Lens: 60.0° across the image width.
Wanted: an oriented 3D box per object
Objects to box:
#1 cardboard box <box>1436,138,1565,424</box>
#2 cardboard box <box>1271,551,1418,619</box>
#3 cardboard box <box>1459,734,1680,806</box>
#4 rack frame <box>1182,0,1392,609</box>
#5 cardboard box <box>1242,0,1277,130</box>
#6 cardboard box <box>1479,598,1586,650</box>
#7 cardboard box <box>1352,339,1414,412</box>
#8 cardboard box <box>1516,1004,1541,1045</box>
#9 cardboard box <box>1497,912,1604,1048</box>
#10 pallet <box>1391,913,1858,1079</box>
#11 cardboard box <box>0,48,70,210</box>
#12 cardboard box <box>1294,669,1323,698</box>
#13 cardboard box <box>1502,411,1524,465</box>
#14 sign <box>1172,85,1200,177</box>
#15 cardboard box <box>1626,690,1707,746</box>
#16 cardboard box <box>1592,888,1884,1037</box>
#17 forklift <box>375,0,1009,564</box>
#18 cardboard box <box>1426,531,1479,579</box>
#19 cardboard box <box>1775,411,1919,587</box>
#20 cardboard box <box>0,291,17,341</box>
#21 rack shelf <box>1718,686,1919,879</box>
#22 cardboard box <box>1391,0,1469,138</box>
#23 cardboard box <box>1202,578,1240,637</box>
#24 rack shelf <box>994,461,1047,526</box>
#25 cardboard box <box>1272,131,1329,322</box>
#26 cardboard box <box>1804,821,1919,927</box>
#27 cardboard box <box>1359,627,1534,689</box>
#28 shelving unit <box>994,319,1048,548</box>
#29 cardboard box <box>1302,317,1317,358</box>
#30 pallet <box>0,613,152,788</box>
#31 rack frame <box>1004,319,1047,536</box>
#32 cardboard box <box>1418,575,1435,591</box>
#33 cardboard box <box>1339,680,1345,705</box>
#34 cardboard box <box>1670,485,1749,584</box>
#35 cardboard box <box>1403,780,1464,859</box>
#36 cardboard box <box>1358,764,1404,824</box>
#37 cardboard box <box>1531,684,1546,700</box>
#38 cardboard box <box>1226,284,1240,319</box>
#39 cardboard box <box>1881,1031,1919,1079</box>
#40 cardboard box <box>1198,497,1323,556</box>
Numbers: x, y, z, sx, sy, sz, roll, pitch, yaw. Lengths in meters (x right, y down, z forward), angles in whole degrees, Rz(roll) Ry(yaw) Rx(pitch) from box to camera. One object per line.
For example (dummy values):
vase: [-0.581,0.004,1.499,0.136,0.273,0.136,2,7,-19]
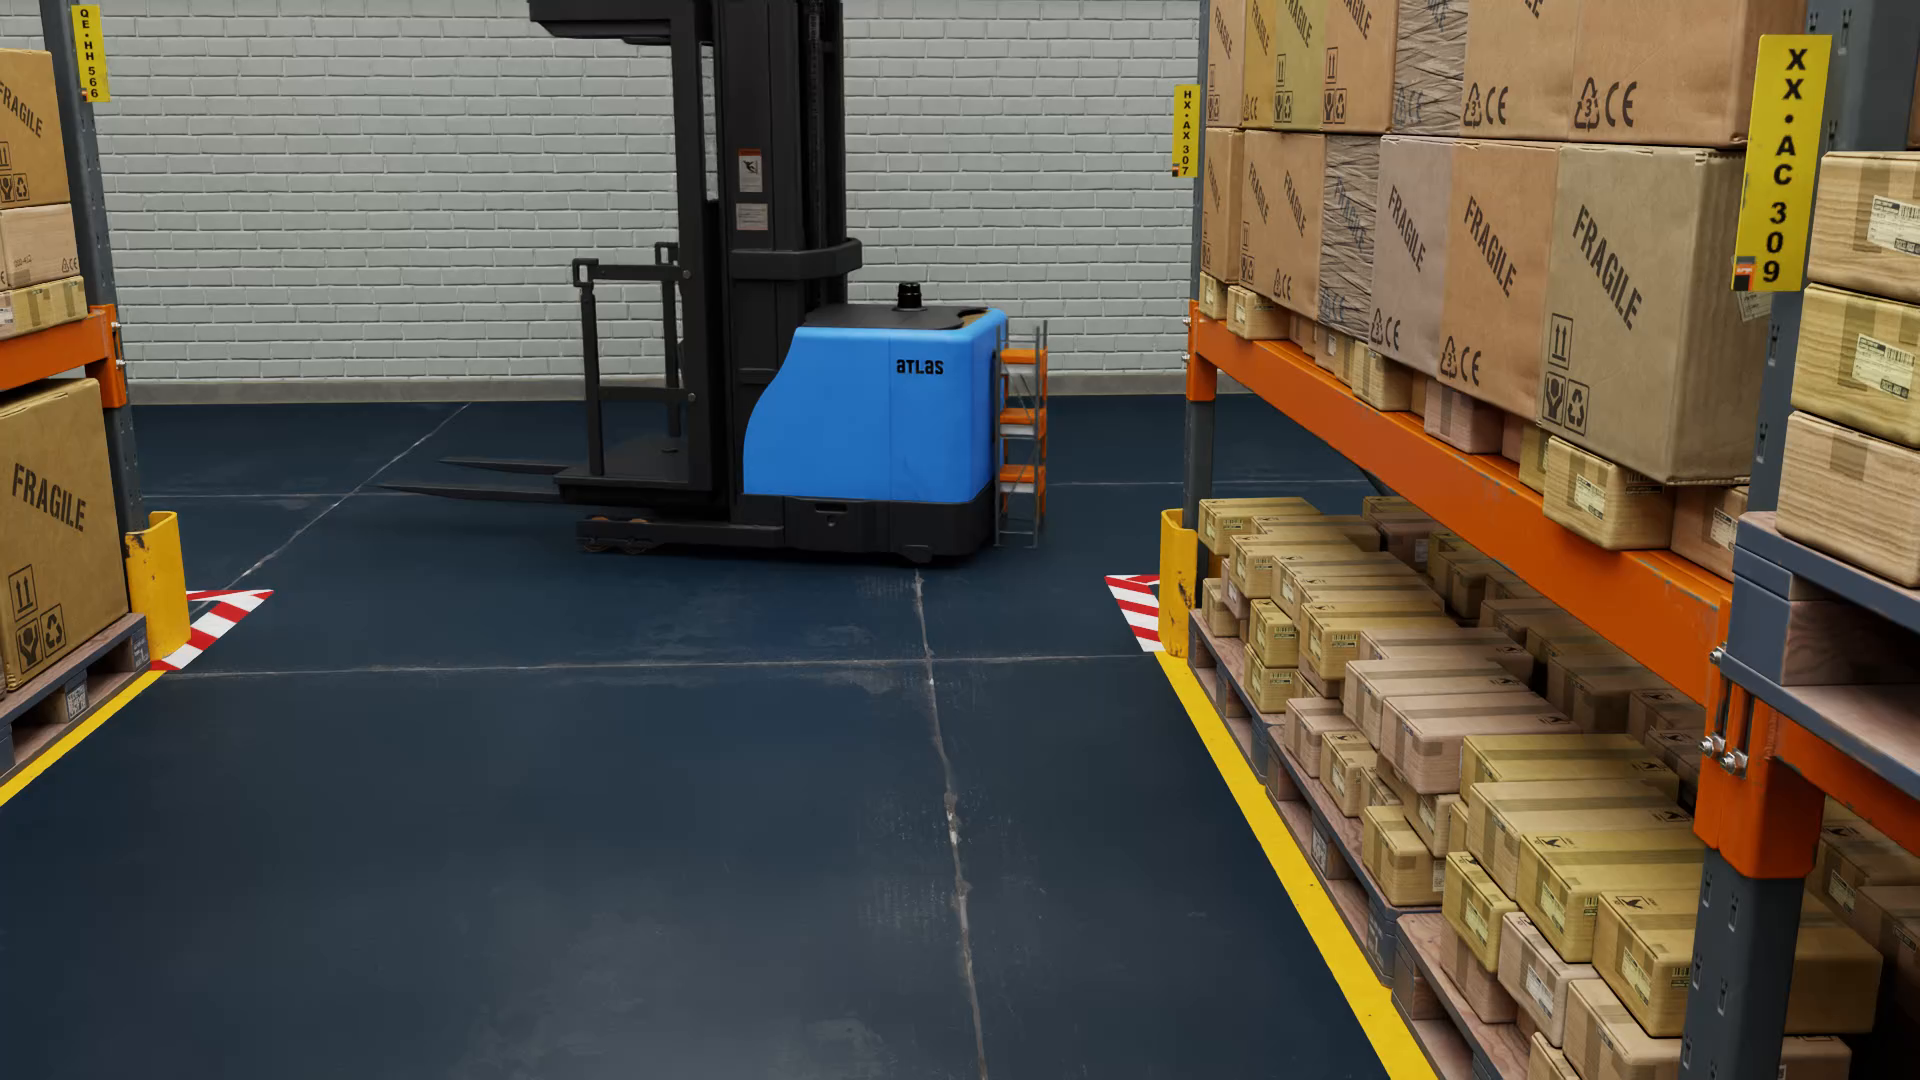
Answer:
cardboard box: [1.271,-0.517,3.217,0.500,0.500,0.500,-1,14,-5]
cardboard box: [1.182,0.143,5.137,0.380,0.149,0.250,-2,15,-6]
cardboard box: [1.316,0.535,3.612,0.380,0.149,0.250,0,14,-2]
rack frame: [1.366,-1.074,6.181,1.000,3.000,0.127,-1,14,-3]
cardboard box: [1.166,-1.510,5.069,0.500,0.500,0.500,0,14,-2]
cardboard box: [1.683,0.267,4.652,0.380,0.149,0.250,-1,14,-5]
cardboard box: [1.194,-0.413,4.114,0.380,0.149,0.250,-1,14,-2]
cardboard box: [1.317,0.940,3.232,0.380,0.149,0.250,0,14,-2]
cardboard box: [1.248,0.814,3.126,0.380,0.149,0.250,-2,15,-6]
pallet: [1.537,1.105,3.309,1.003,0.211,1.213,-1,14,-3]
cardboard box: [-3.298,-1.340,5.414,0.500,0.500,0.500,-1,14,-3]
cardboard box: [1.216,0.491,4.976,0.380,0.149,0.250,-1,14,-3]
cardboard box: [1.333,-0.220,3.365,0.380,0.149,0.250,-1,14,-5]
sign: [0.824,-1.485,6.040,0.100,0.325,0.005,-1,14,-3]
cardboard box: [1.803,0.461,3.901,0.380,0.149,0.250,-1,14,-2]
cardboard box: [1.332,0.726,2.871,0.380,0.149,0.250,0,14,-2]
forklift: [-1.328,-1.477,7.886,3.031,2.935,1.130,3,15,11]
cardboard box: [1.753,0.069,5.424,0.380,0.149,0.250,-1,14,-5]
cardboard box: [1.179,-0.056,1.885,0.380,0.149,0.250,-2,15,-6]
cardboard box: [-3.208,-0.690,5.192,0.380,0.149,0.250,-1,14,-3]
rack shelf: [1.738,0.767,0.471,1.077,0.370,4.000,-1,14,-3]
cardboard box: [1.260,-1.125,3.573,0.500,0.500,0.500,-1,14,-2]
cardboard box: [1.079,0.239,5.958,0.380,0.149,0.250,-1,14,-2]
rack shelf: [0.290,-0.225,7.953,0.215,0.259,0.240,3,15,10]
cardboard box: [1.194,-0.896,4.690,0.500,0.500,0.500,-1,14,-3]
cardboard box: [1.841,0.652,3.158,0.380,0.149,0.250,0,14,-1]
cardboard box: [1.272,0.339,4.374,0.380,0.149,0.250,-1,14,-3]
shelving unit: [0.290,-0.505,7.881,0.215,1.050,0.252,3,15,10]
cardboard box: [1.224,-0.606,4.866,0.380,0.149,0.250,-1,14,-4]
pallet: [-3.463,0.526,5.560,1.003,0.211,1.213,-1,14,-3]
rack frame: [0.313,-0.535,7.997,0.200,1.050,0.008,3,15,10]
cardboard box: [1.717,0.215,5.451,0.380,0.149,0.250,-1,15,-6]
cardboard box: [1.283,0.419,4.660,0.380,0.149,0.250,0,14,-1]
cardboard box: [1.362,-0.025,2.608,0.380,0.149,0.250,-1,14,-4]
cardboard box: [1.261,0.620,3.878,0.380,0.149,0.250,-1,14,-2]
cardboard box: [1.236,0.683,4.232,0.380,0.149,0.250,-1,14,-2]
cardboard box: [1.760,0.408,4.703,0.380,0.149,0.250,0,14,-1]
cardboard box: [1.116,-0.804,5.636,0.380,0.149,0.250,0,14,-1]
cardboard box: [1.912,1.003,2.988,0.380,0.149,0.250,-2,15,-6]
cardboard box: [1.059,-0.049,5.883,0.380,0.149,0.250,-2,15,-6]
